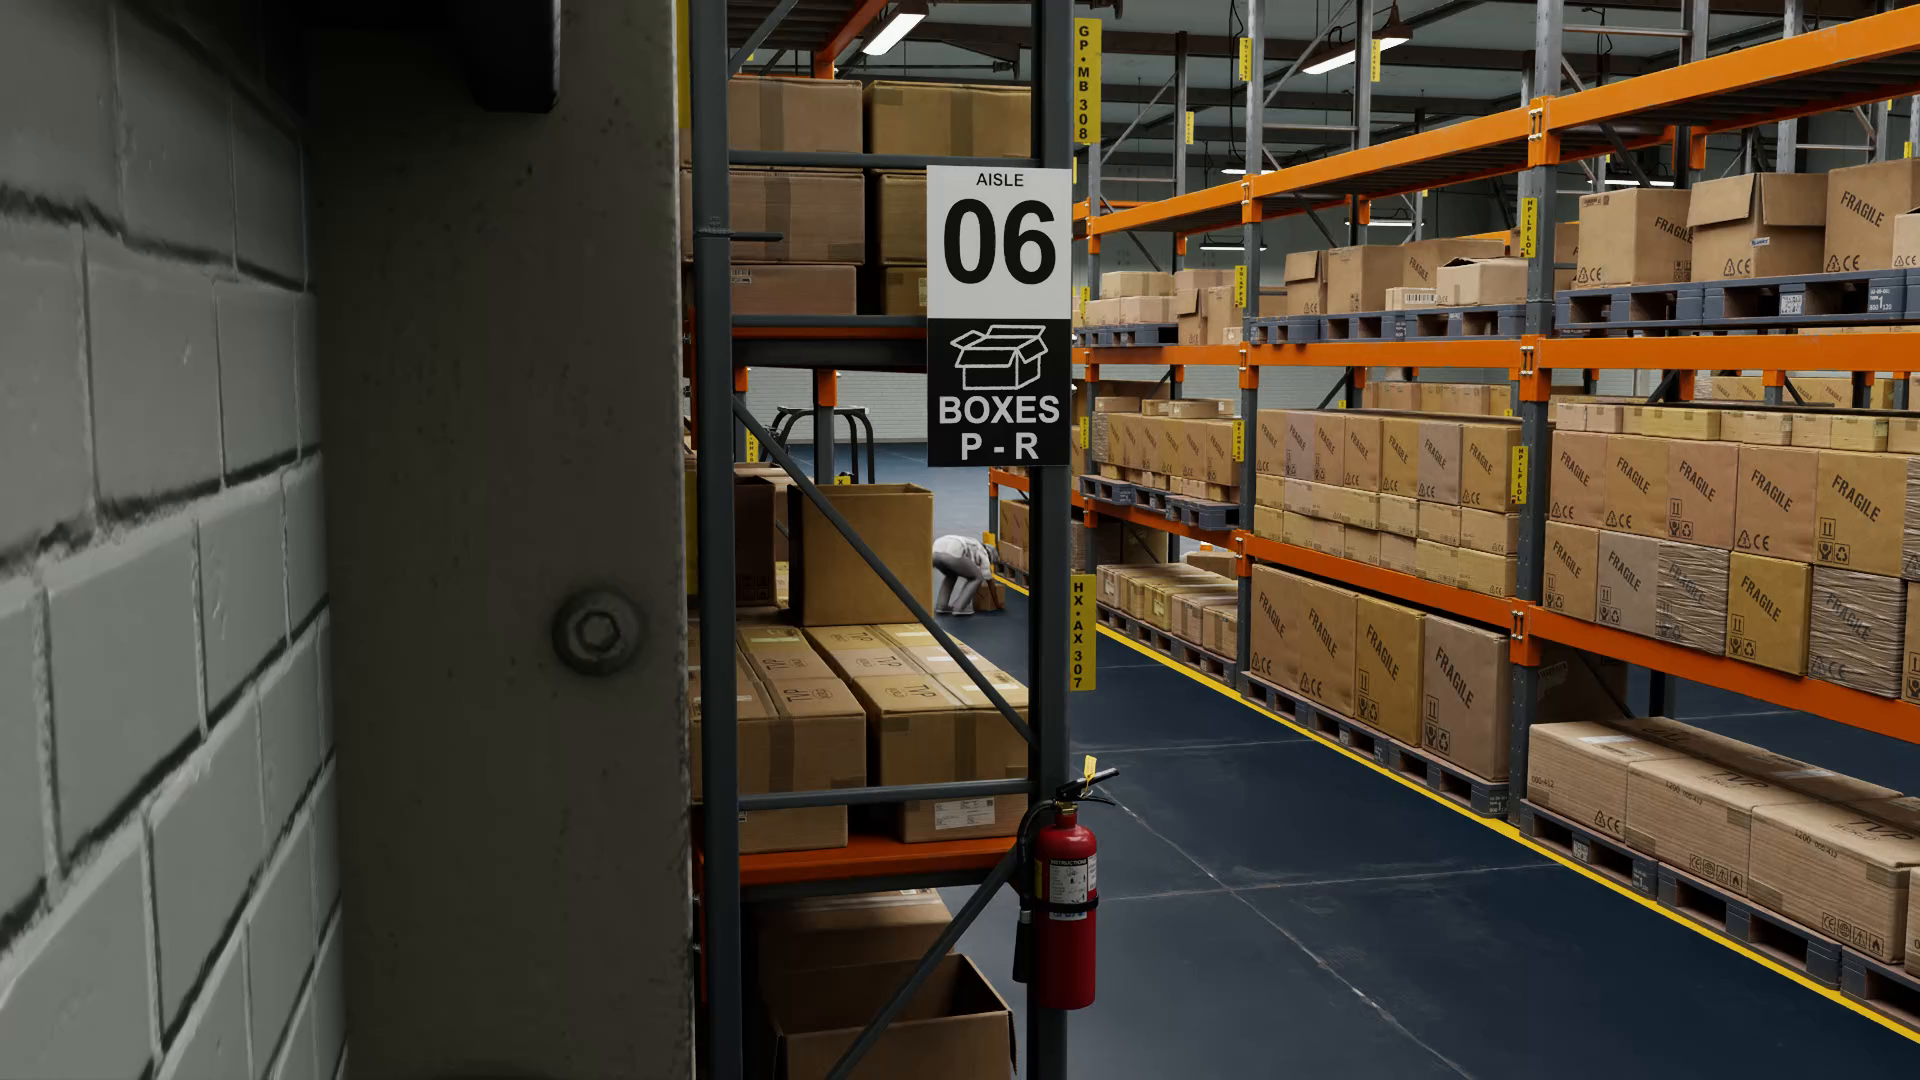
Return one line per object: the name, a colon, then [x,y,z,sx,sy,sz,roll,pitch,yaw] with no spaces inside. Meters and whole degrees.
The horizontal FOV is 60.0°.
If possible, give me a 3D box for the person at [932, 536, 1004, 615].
person: [0.048,0.360,17.726,0.474,0.846,0.910,5,8,41]
